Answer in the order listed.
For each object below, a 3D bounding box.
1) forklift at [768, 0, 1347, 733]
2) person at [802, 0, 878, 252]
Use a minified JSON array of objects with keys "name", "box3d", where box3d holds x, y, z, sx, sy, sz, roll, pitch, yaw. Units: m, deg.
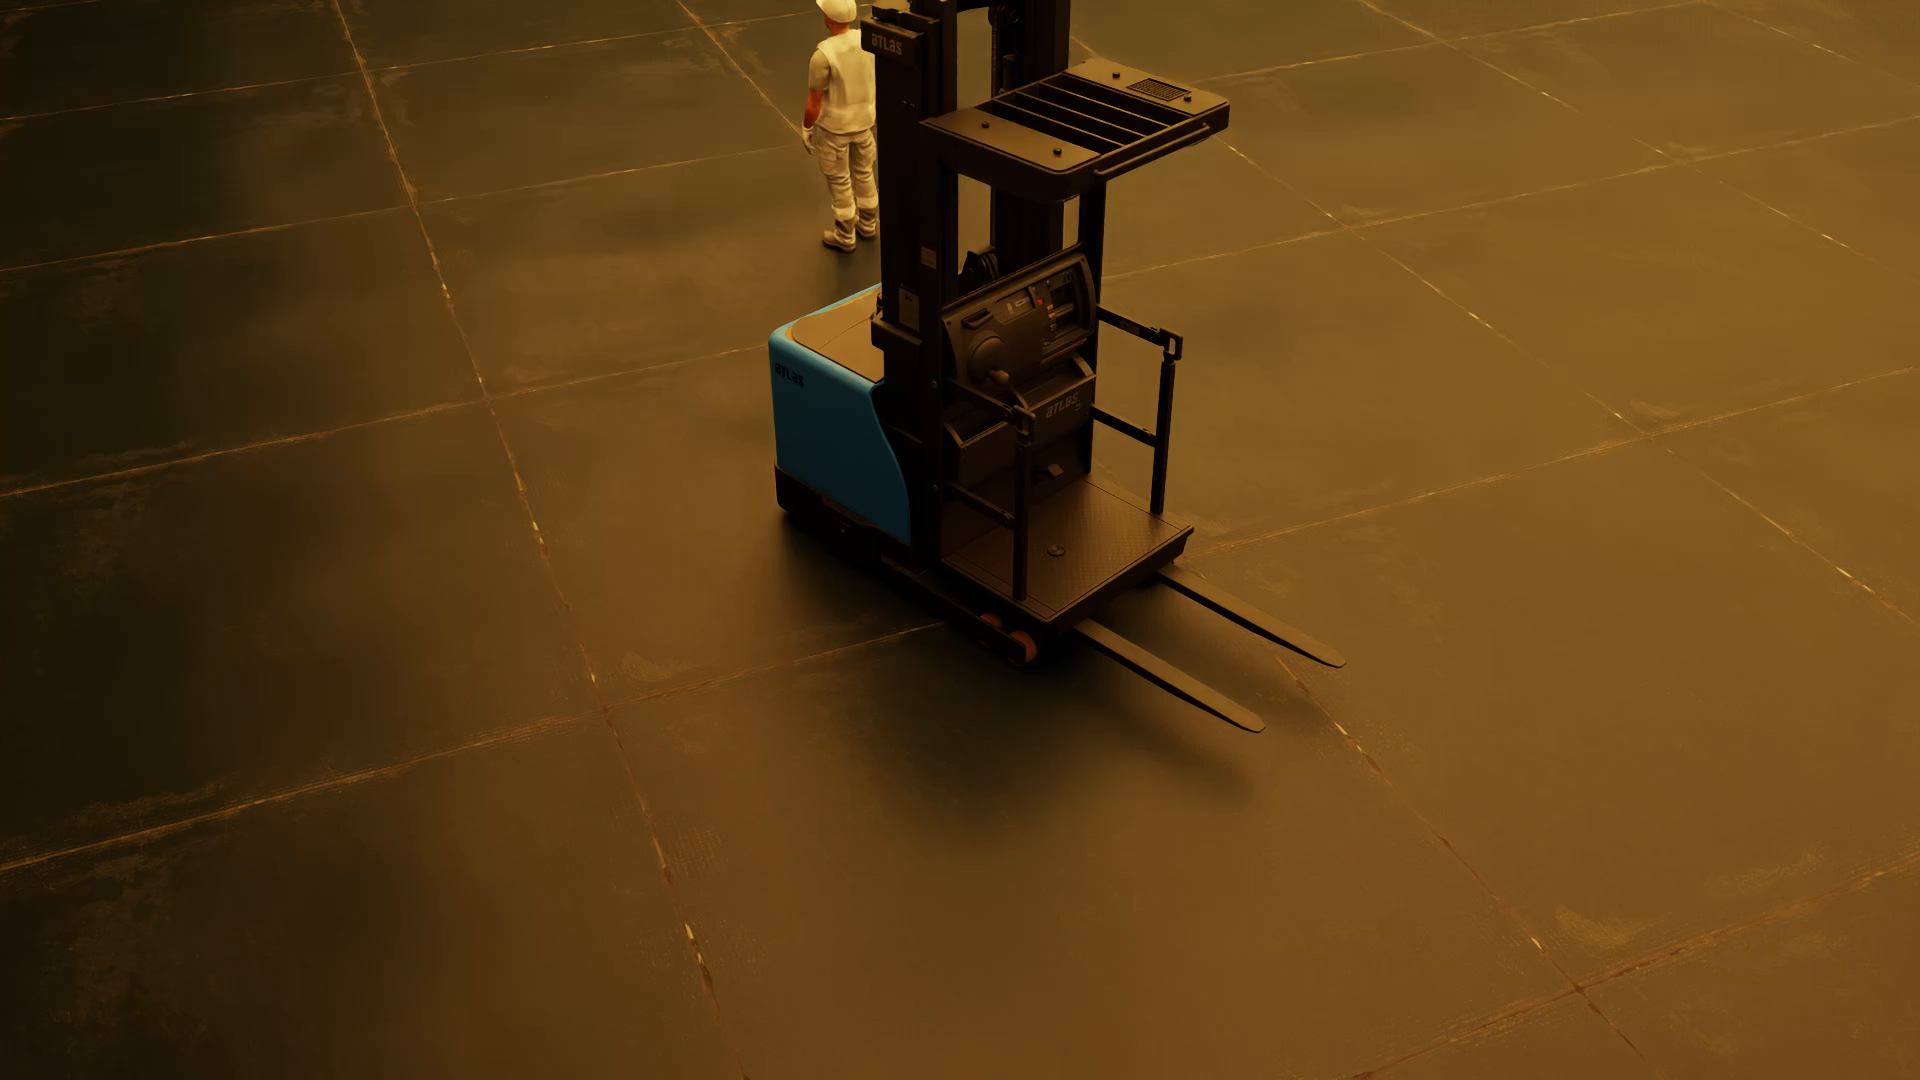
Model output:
[{"name":"forklift","box3d":[0.432,-0.946,7.429,3.031,2.935,1.130,30,45,35]},{"name":"person","box3d":[-0.792,-2.771,10.971,0.637,1.790,0.552,-22,41,-28]}]
